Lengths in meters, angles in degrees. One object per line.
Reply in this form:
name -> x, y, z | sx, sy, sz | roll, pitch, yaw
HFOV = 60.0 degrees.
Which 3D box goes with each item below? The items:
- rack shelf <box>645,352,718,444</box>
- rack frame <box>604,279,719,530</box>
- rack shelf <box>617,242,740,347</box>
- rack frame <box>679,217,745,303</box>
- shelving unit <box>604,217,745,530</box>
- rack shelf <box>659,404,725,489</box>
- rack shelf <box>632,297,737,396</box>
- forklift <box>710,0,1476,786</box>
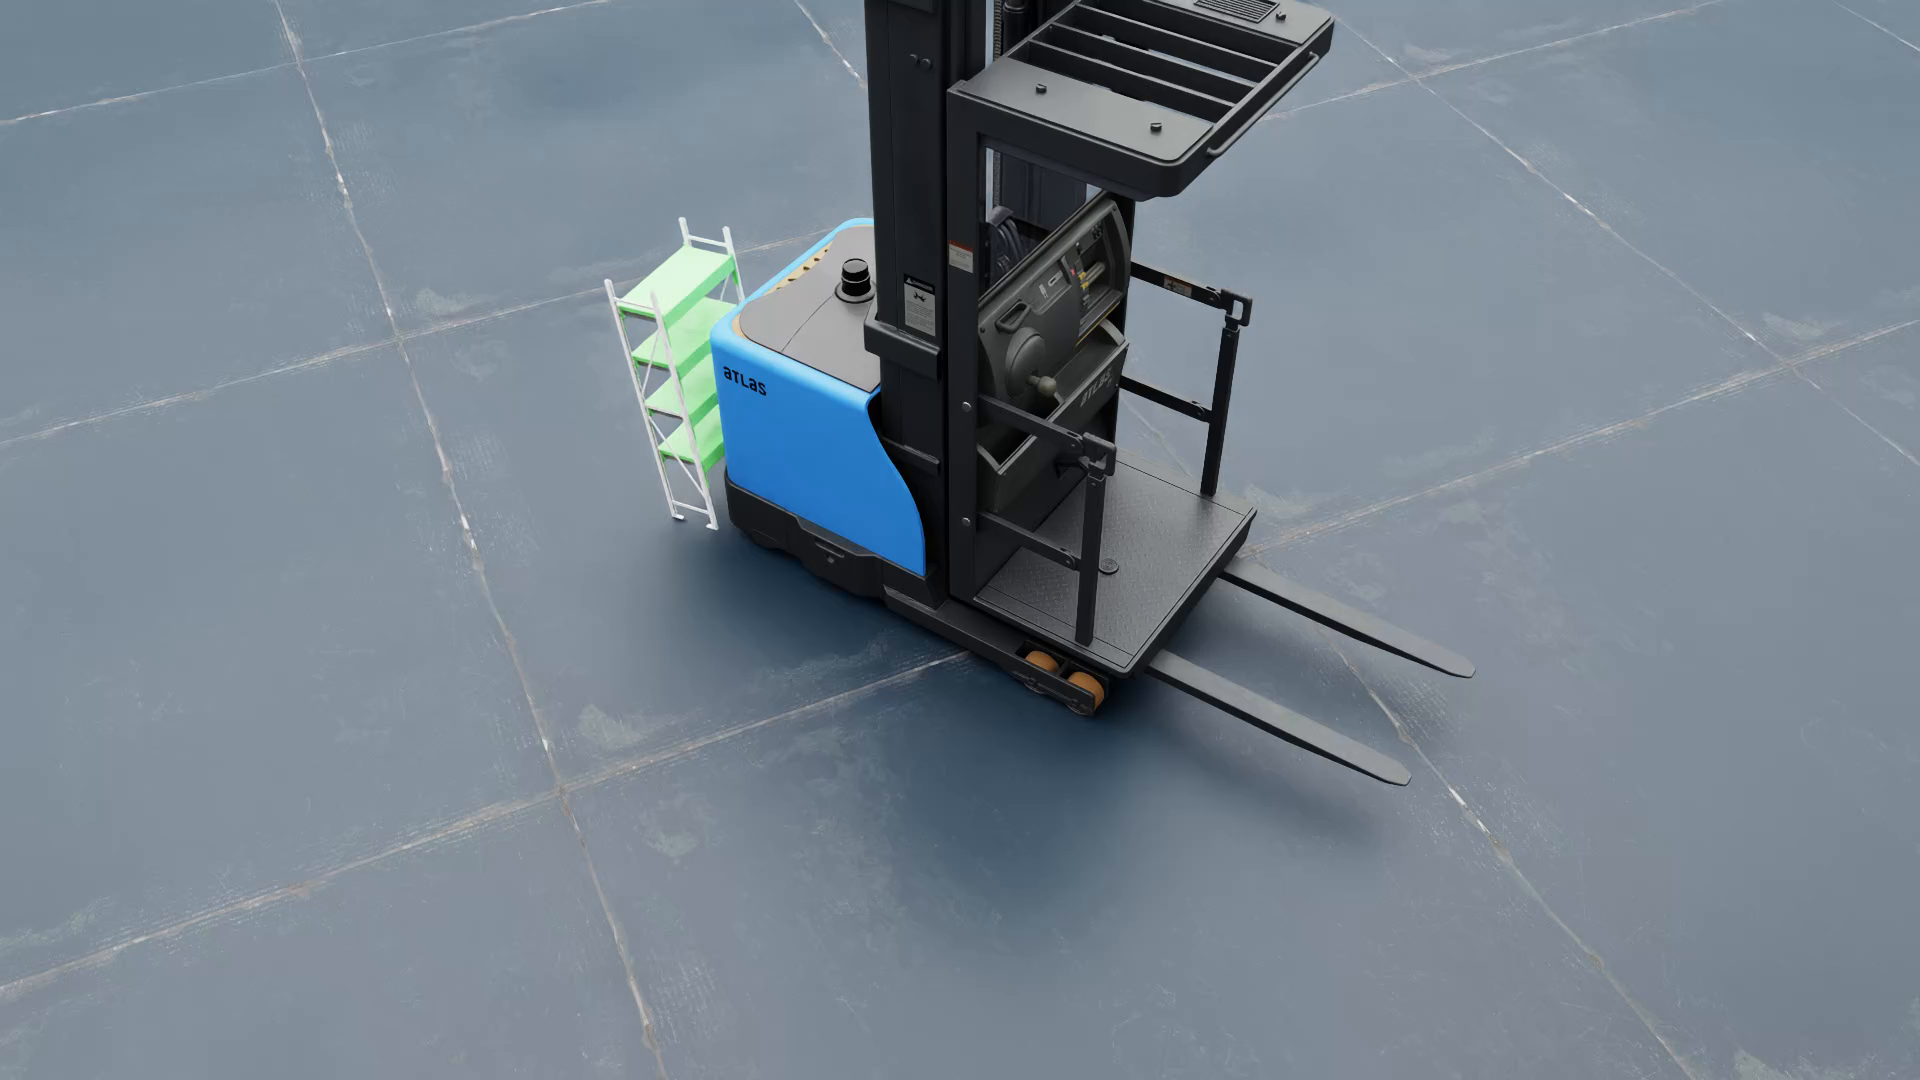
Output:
rack shelf -> -1.080, -0.628, 6.973 | 0.258, 0.148, 0.480 | 16, 46, 25
rack frame -> -1.205, -0.526, 6.779 | 0.240, 1.200, 0.015 | 16, 46, 25
rack shelf -> -1.131, -0.987, 6.659 | 0.258, 0.148, 0.480 | 16, 46, 25
rack frame -> -0.968, -0.825, 7.083 | 0.240, 1.200, 0.015 | 16, 46, 25
shelving unit -> -1.087, -0.676, 6.931 | 0.258, 1.200, 0.503 | 16, 46, 25
rack shelf -> -1.054, -0.448, 7.130 | 0.258, 0.148, 0.480 | 16, 46, 25
rack shelf -> -1.105, -0.807, 6.816 | 0.258, 0.148, 0.480 | 16, 46, 25
forklift -> 0.518, -0.798, 5.841 | 3.031, 2.935, 1.130 | 25, 50, 23
